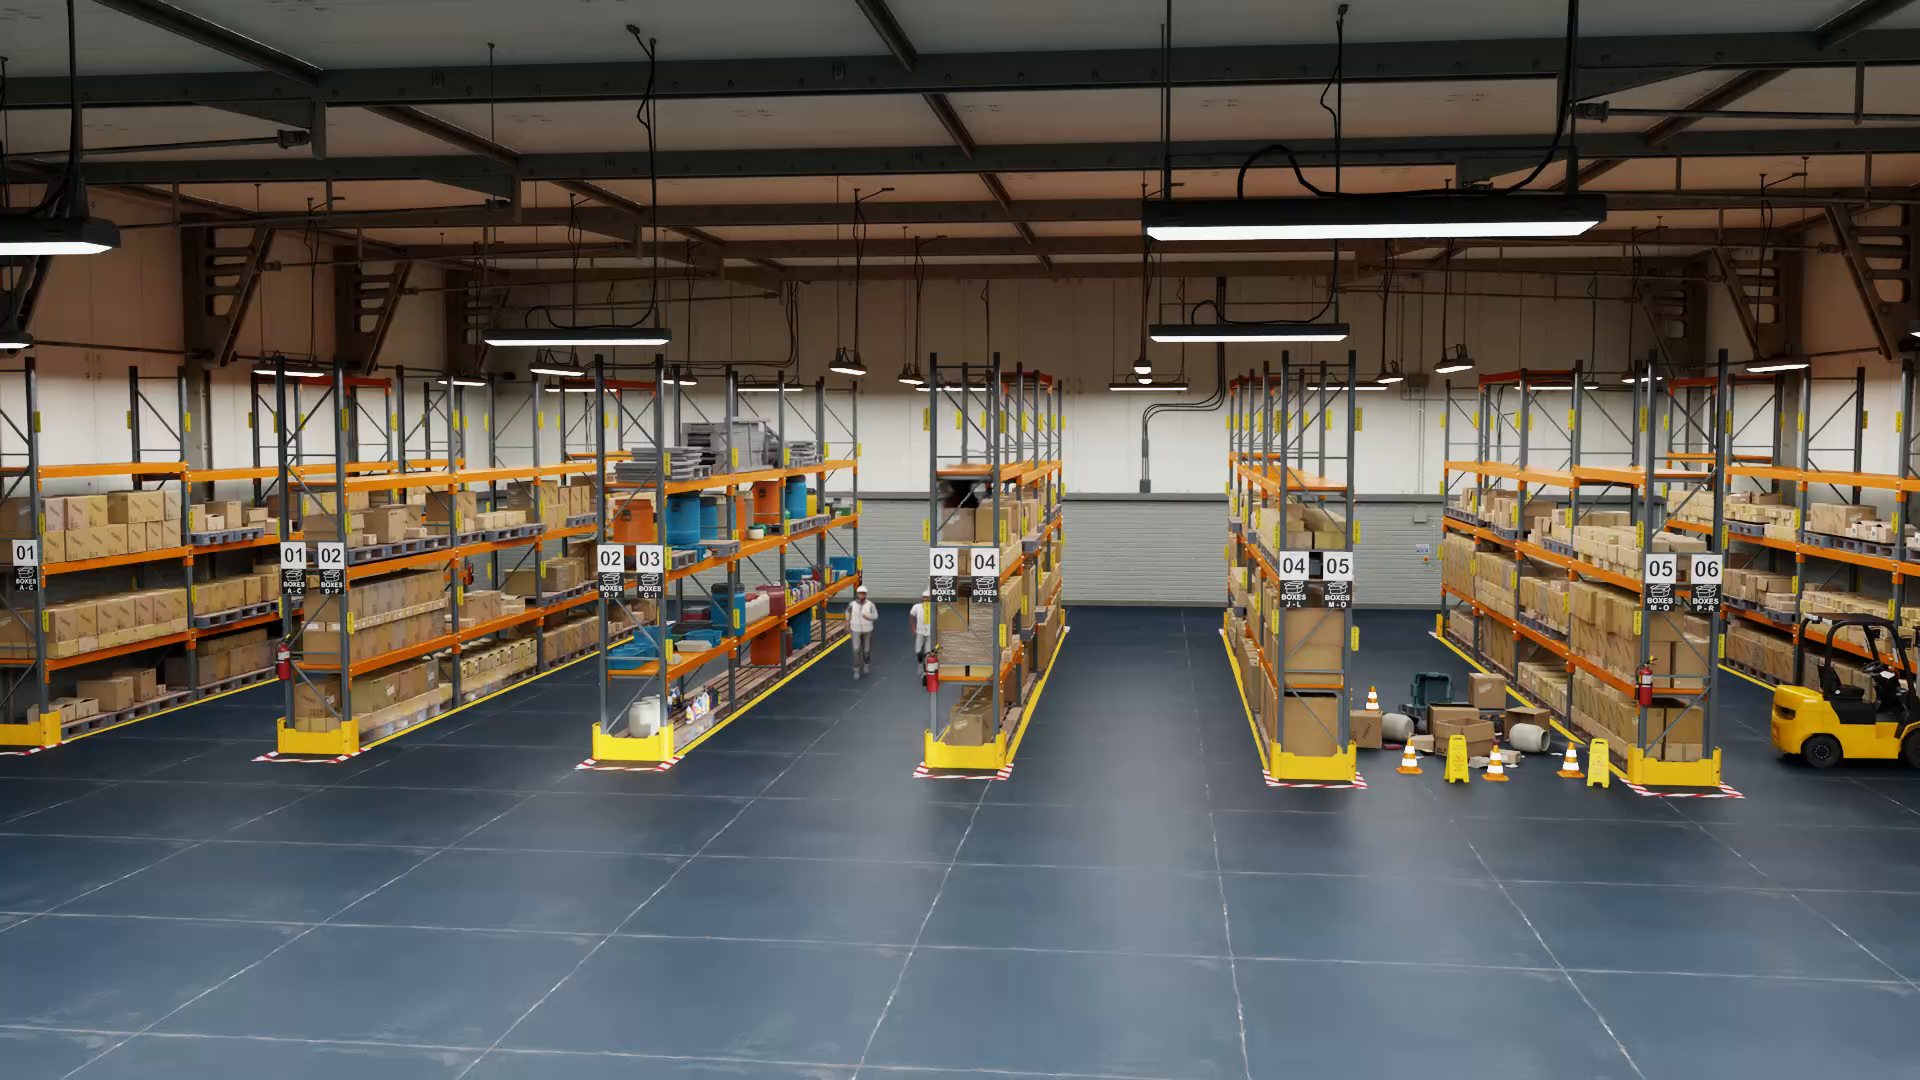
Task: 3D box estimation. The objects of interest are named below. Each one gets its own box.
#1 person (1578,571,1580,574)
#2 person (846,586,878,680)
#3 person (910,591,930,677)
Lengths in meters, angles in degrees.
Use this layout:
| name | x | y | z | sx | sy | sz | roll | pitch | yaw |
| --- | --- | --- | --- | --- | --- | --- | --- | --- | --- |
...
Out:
| name | x | y | z | sx | sy | sz | roll | pitch | yaw |
| --- | --- | --- | --- | --- | --- | --- | --- | --- | --- |
| person | 13.600 | 1.520 | 36.892 | 0.737 | 1.740 | 0.641 | 0 | 4 | 1 |
| person | -1.925 | 1.788 | 32.552 | 0.644 | 1.785 | 0.896 | 0 | 4 | -1 |
| person | -0.660 | 1.807 | 32.432 | 0.696 | 1.656 | 0.638 | 0 | 4 | 6 |
